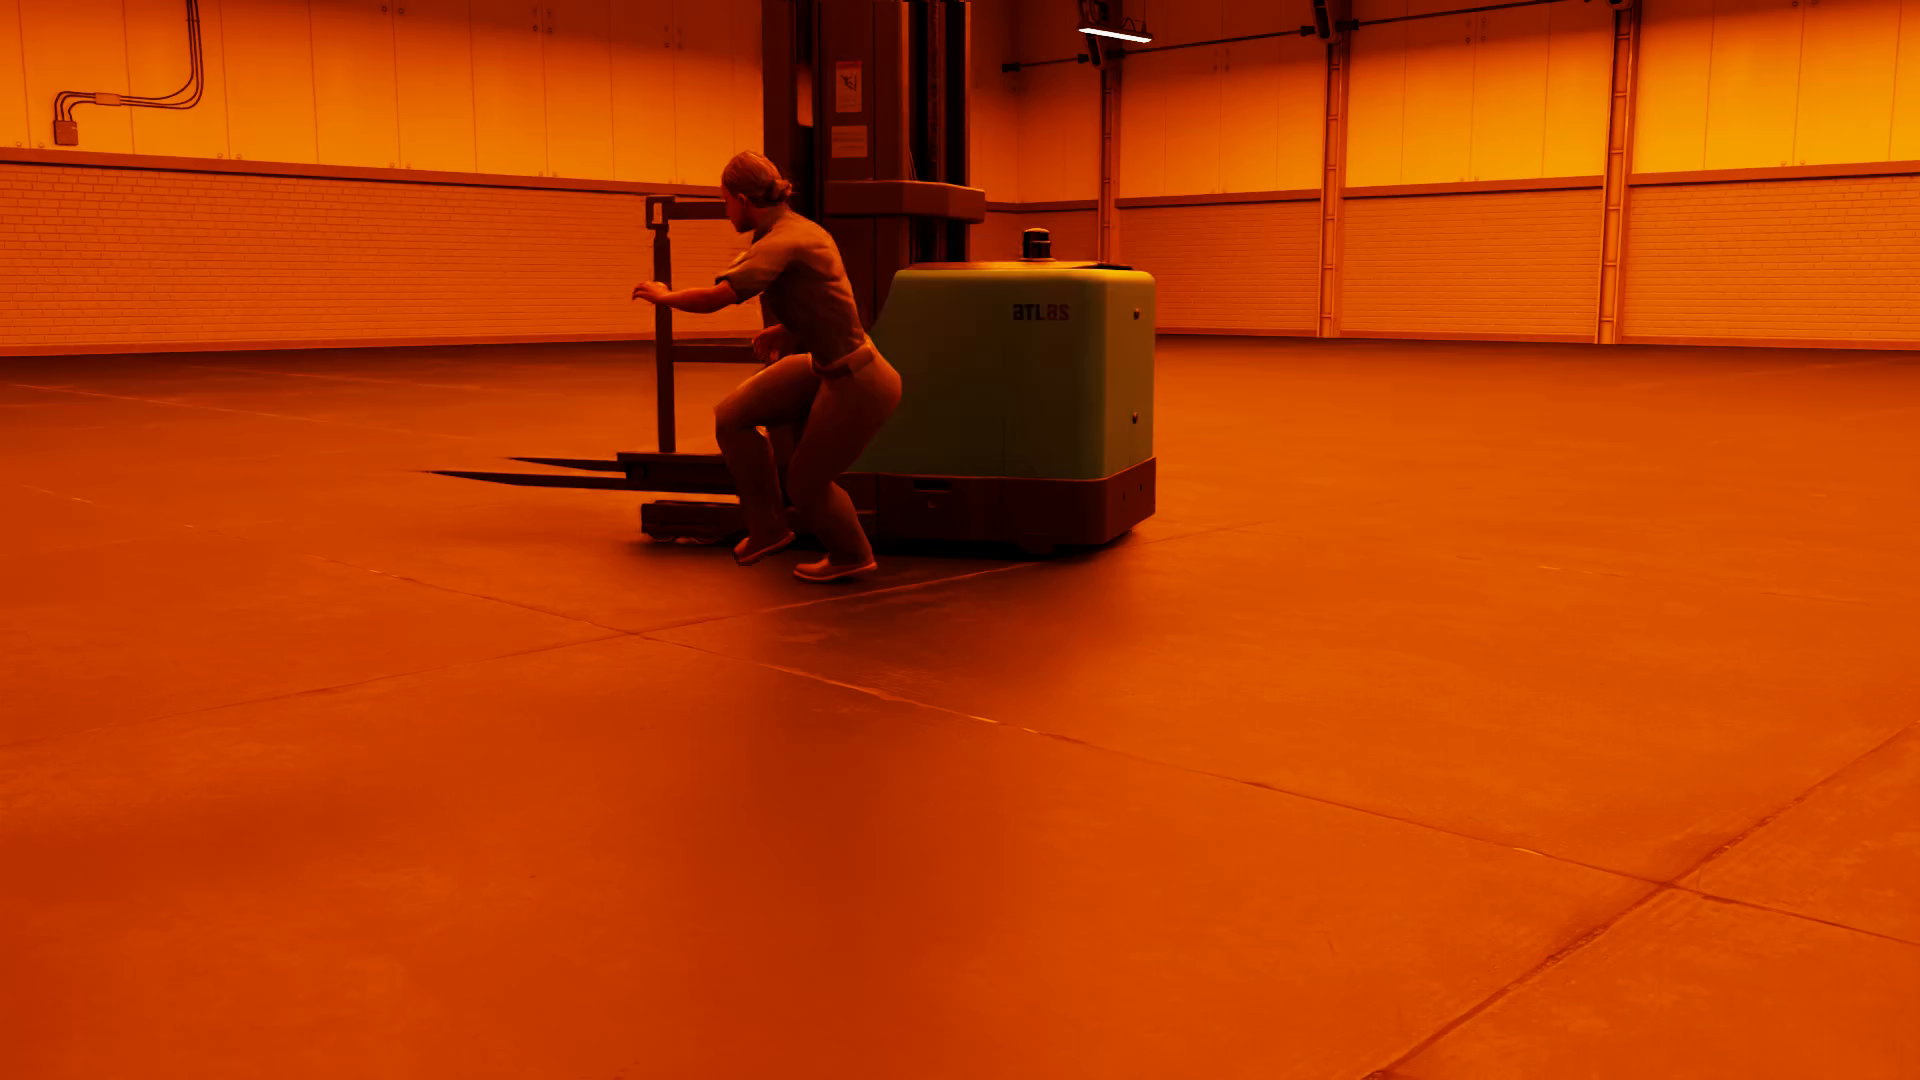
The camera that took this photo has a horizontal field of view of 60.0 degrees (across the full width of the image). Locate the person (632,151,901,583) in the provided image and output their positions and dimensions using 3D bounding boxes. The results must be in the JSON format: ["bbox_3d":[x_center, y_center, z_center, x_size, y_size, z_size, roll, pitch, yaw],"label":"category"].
[{"bbox_3d":[-0.622,-0.514,5.370,0.838,1.427,0.899,-1,9,-10],"label":"person"}]

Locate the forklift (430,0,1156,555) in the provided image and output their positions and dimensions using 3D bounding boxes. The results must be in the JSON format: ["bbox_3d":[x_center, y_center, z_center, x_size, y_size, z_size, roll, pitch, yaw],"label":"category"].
[{"bbox_3d":[-0.756,-1.500,6.837,3.031,2.935,1.130,3,9,19],"label":"forklift"}]
